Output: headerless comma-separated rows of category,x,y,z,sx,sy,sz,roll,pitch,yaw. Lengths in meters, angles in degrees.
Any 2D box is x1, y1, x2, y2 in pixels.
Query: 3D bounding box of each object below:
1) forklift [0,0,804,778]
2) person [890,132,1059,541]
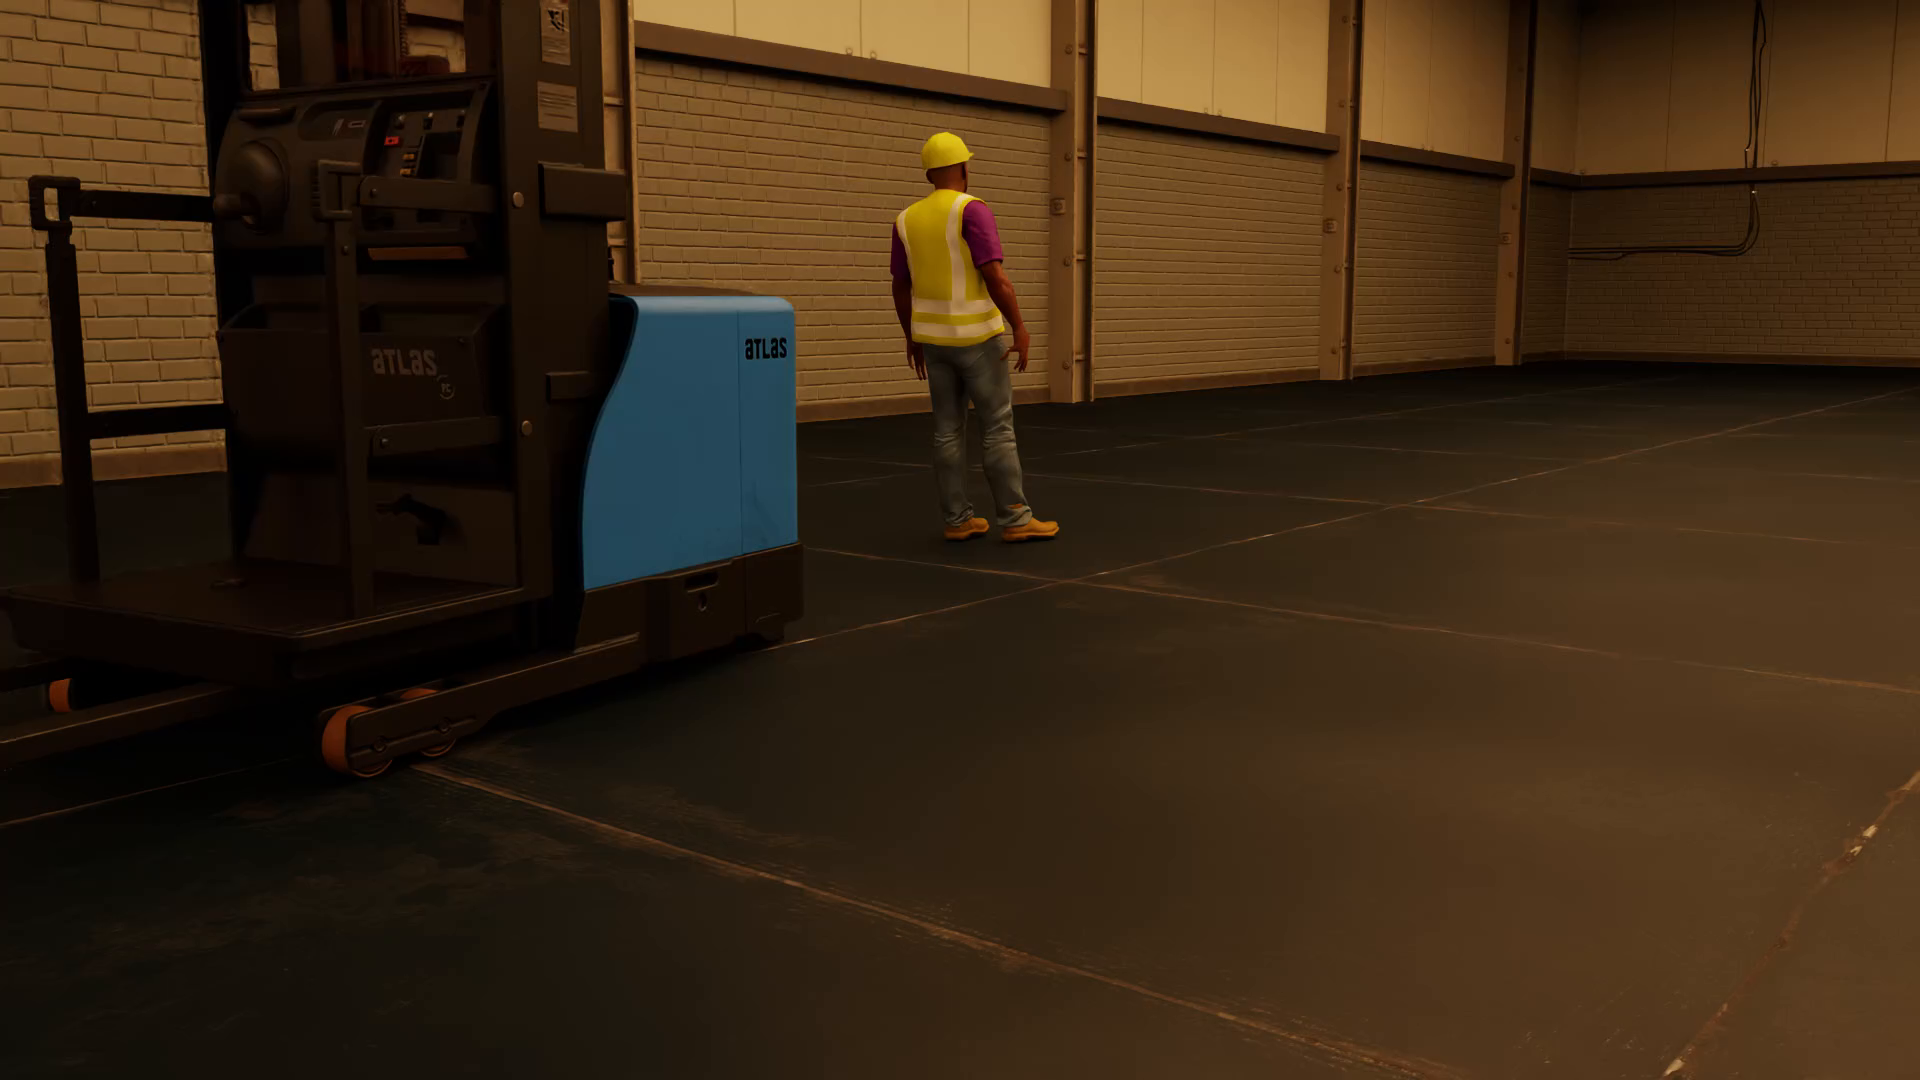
forklift,-1.651,-0.988,4.036,1.130,2.935,3.031,5,10,29
person,0.048,-0.888,7.325,0.665,1.765,0.577,7,11,38
